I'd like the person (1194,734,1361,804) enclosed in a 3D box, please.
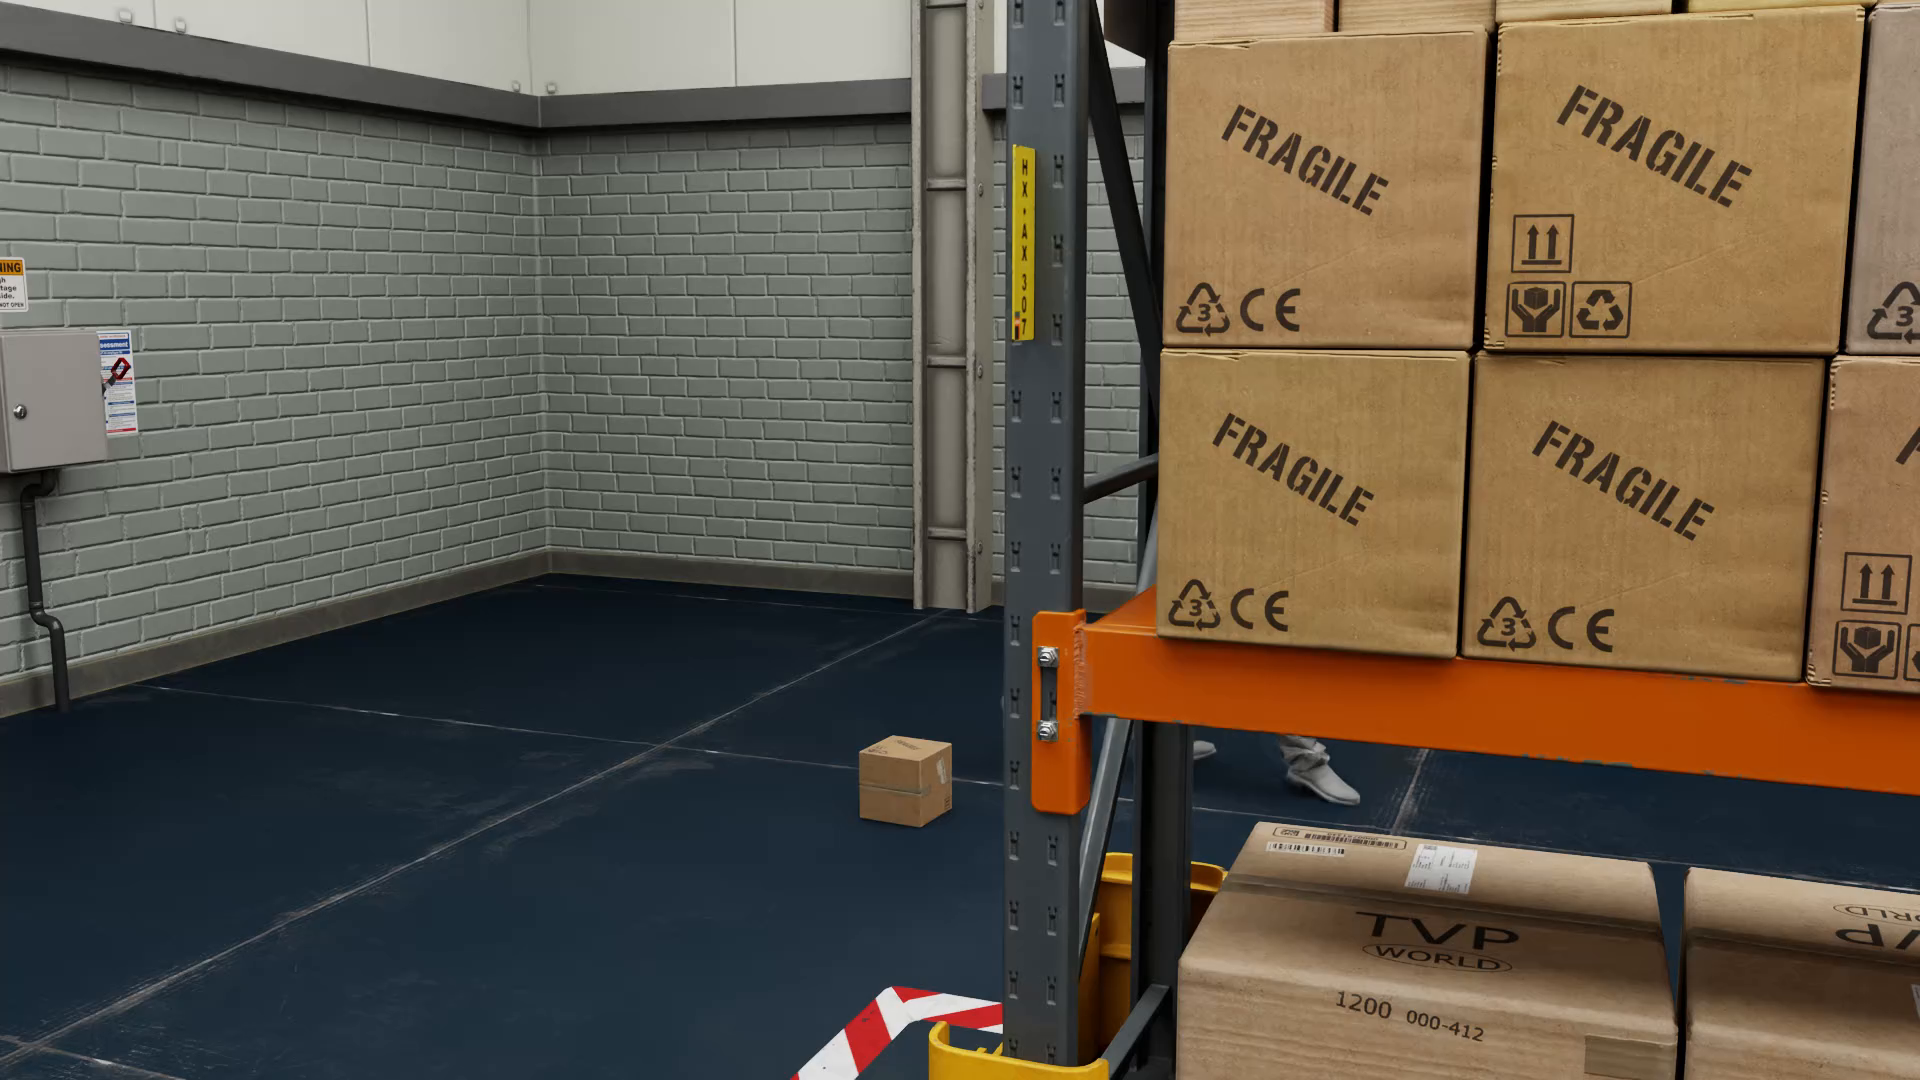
[{"bbox_3d":[1.121,0.068,6.373,0.902,1.779,0.562,3,9,19],"label":"person"}]
